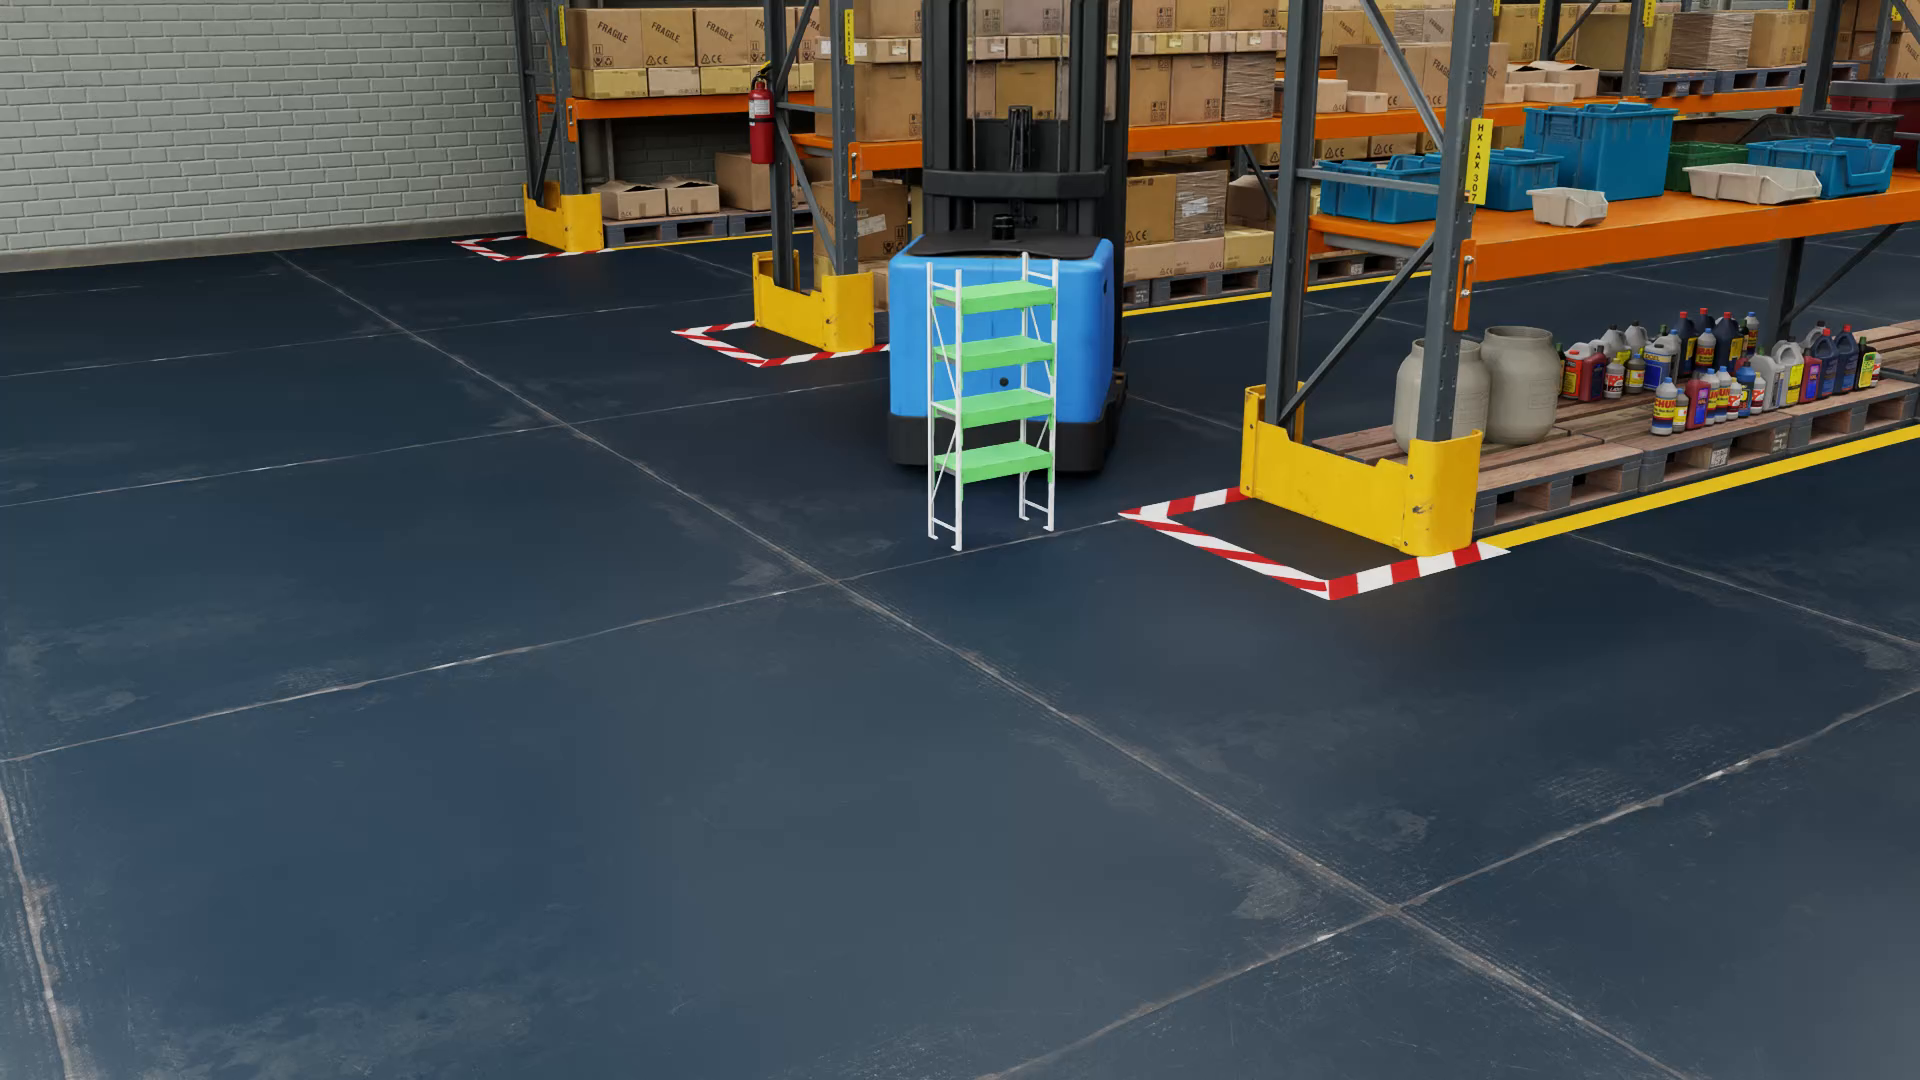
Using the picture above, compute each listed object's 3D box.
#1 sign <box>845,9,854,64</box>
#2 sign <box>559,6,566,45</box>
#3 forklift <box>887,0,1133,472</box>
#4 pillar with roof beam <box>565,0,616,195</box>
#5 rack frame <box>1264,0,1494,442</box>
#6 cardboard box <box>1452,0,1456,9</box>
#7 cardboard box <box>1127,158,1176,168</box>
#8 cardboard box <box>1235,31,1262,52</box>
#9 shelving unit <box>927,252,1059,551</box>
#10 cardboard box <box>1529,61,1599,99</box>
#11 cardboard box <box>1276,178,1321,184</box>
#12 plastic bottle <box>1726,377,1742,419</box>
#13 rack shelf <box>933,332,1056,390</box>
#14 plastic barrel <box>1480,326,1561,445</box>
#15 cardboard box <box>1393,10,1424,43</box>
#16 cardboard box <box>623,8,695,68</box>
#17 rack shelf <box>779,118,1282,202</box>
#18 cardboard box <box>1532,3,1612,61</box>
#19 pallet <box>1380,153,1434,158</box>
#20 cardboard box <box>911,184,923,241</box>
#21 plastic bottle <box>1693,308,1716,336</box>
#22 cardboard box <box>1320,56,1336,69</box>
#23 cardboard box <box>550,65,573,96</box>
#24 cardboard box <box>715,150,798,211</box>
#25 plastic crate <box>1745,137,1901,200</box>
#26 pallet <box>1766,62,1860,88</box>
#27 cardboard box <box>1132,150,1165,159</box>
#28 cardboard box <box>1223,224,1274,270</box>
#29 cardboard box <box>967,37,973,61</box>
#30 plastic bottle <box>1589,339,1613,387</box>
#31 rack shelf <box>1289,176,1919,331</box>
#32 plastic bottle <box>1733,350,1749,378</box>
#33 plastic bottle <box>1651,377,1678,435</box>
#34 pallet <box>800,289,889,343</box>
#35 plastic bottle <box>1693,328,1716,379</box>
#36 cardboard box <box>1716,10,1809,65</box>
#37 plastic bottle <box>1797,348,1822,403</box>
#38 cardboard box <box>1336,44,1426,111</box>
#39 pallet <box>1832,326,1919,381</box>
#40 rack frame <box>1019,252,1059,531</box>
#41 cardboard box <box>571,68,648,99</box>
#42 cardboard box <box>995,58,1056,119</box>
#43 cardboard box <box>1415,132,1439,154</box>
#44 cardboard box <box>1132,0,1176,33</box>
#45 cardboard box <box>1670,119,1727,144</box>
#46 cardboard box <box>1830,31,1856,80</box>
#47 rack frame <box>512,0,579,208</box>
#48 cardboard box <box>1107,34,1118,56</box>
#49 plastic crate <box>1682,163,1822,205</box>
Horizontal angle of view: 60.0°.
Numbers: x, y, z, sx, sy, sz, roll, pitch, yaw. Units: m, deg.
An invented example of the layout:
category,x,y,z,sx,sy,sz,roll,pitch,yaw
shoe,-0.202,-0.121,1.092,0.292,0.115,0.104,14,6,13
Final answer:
category,x,y,z,sx,sy,sz,roll,pitch,yaw
sign,-0.687,-3.125,10.330,0.005,0.325,0.100,-12,22,-31
sign,-3.416,-4.417,14.273,0.005,0.325,0.100,-12,22,-31
forklift,0.380,-2.147,9.018,1.130,2.935,3.031,3,19,8
pillar with roof beam,-1.238,-6.197,11.523,0.400,9.000,9.100,-12,22,-31
rack frame,1.734,-1.502,7.003,0.127,3.000,1.000,-12,22,-31
cardboard box,6.058,-6.668,20.461,0.500,0.250,0.500,-11,22,-30
cardboard box,1.381,-2.695,13.000,0.500,0.500,0.500,-12,22,-31
cardboard box,2.037,-3.738,12.450,0.250,0.149,0.380,-12,22,-33
shelving unit,0.138,-0.598,7.139,0.503,1.200,0.258,-12,22,-31
cardboard box,5.367,-4.142,14.951,0.500,0.311,0.500,-10,21,-28
cardboard box,2.965,-2.935,14.005,0.500,0.311,0.500,-11,22,-30
plastic bottle,3.872,-0.716,8.361,0.097,0.201,0.097,0,19,0
rack shelf,0.138,-0.764,7.082,0.480,0.148,0.258,-12,22,-31
plastic barrel,2.660,-0.747,7.999,0.421,0.512,0.421,0,19,0
cardboard box,5.216,-6.136,20.058,0.500,0.500,0.500,-12,22,-31
cardboard box,-2.732,-4.533,15.002,0.500,0.500,0.500,-12,22,-31
rack shelf,0.683,-2.839,12.081,4.000,0.370,1.077,-12,22,-31
cardboard box,7.984,-6.756,22.078,0.700,0.700,0.980,-13,23,-34
pallet,5.704,-4.788,21.078,1.213,0.211,1.003,-12,22,-31
cardboard box,0.000,-2.202,11.542,0.500,0.500,0.500,-12,22,-31
plastic bottle,4.172,-1.129,9.348,0.185,0.351,0.144,-11,22,-30
cardboard box,4.207,-5.639,19.601,0.250,0.149,0.380,-11,22,-30
cardboard box,-3.431,-4.224,15.259,0.500,0.250,0.500,-12,22,-31
cardboard box,-1.971,-3.490,16.100,0.500,0.500,0.700,-14,23,-35
plastic crate,4.300,-1.868,8.319,0.616,0.251,0.499,-12,22,-31
pallet,8.308,-4.738,16.877,1.213,0.211,1.003,-12,22,-31
cardboard box,1.900,-4.385,18.746,0.500,0.500,0.700,-12,22,-31
cardboard box,2.086,-2.288,12.966,0.500,0.250,0.500,-12,22,-31
cardboard box,-0.113,-3.284,11.107,0.250,0.149,0.380,-12,22,-31
plastic bottle,3.368,-0.922,8.854,0.135,0.276,0.152,-13,22,-33
rack shelf,3.404,-1.513,8.160,4.000,0.370,1.077,-12,22,-31
plastic bottle,4.068,-0.847,8.622,0.133,0.283,0.061,-12,22,-31
plastic bottle,3.420,-0.654,8.067,0.097,0.271,0.097,0,19,0
pallet,-0.371,-1.652,11.802,1.213,0.211,1.003,-12,22,-31
plastic bottle,4.118,-1.033,9.190,0.097,0.271,0.097,0,19,0
cardboard box,7.977,-5.025,16.614,0.500,0.500,0.700,-8,20,-23
plastic bottle,4.422,-0.864,8.670,0.133,0.283,0.061,-10,21,-28
cardboard box,3.444,-3.803,13.654,0.500,0.500,0.500,-10,21,-28
pallet,5.709,-1.034,9.973,1.213,0.211,1.003,-12,22,-31
rack frame,0.342,-0.641,7.266,0.015,1.200,0.240,-12,22,-31
cardboard box,-3.132,-4.091,14.865,0.500,0.250,0.500,-13,22,-33
cardboard box,0.264,-3.133,11.672,0.500,0.500,0.700,-12,22,-31
cardboard box,5.836,-5.297,20.929,0.750,0.750,0.750,-12,22,-31
cardboard box,1.147,-3.936,12.023,0.500,0.500,0.700,-12,22,-31
cardboard box,7.243,-4.036,16.544,0.500,0.250,0.500,-12,22,-32
cardboard box,9.311,-5.145,17.623,0.500,0.500,0.500,-11,22,-31
rack frame,-3.715,-4.152,14.841,0.127,3.000,1.000,-12,22,-31
cardboard box,0.963,-3.510,11.776,0.250,0.149,0.380,-11,22,-30
plastic crate,3.858,-1.727,8.083,0.437,0.136,0.530,-12,22,-31
